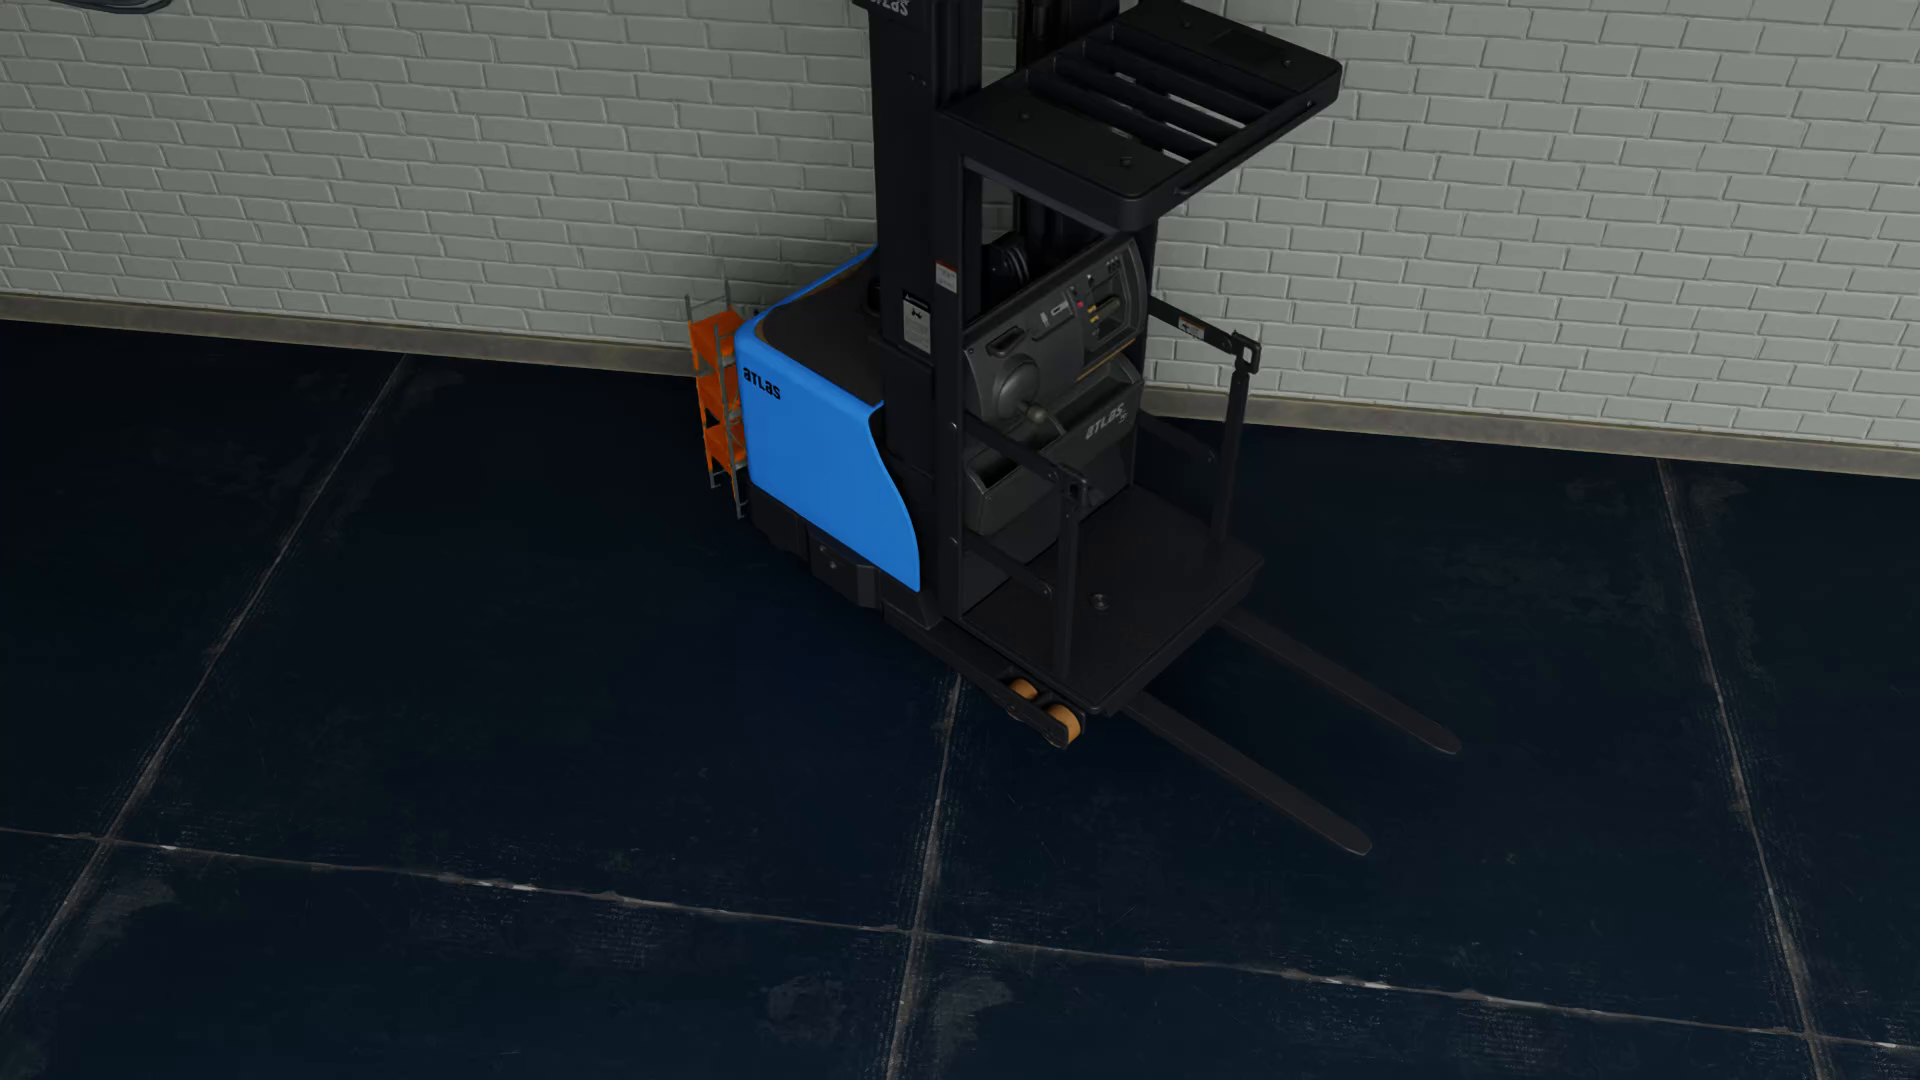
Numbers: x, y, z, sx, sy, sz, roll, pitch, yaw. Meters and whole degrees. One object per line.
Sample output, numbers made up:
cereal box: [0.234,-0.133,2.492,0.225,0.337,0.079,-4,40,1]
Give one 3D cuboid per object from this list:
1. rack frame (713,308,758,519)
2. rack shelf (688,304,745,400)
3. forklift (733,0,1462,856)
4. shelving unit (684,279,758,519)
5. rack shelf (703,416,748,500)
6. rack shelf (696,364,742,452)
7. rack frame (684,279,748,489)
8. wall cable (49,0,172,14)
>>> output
rack frame: [-0.900,-0.514,7.030,0.200,1.050,0.008,-25,49,-24]
rack shelf: [-0.969,-0.782,6.915,0.215,0.259,0.240,-25,49,-24]
forklift: [0.511,-0.679,5.835,3.031,2.935,1.130,32,52,29]
shelving unit: [-0.969,-0.583,7.103,0.215,1.050,0.252,-25,49,-24]
rack shelf: [-0.969,-0.374,7.301,0.215,0.259,0.240,-25,49,-24]
rack shelf: [-0.969,-0.576,7.110,0.215,0.259,0.240,-25,49,-24]
rack frame: [-1.039,-0.652,7.175,0.200,1.050,0.008,-25,49,-24]
wall cable: [-4.719,-3.229,6.374,3.097,2.526,0.112,5,44,6]
